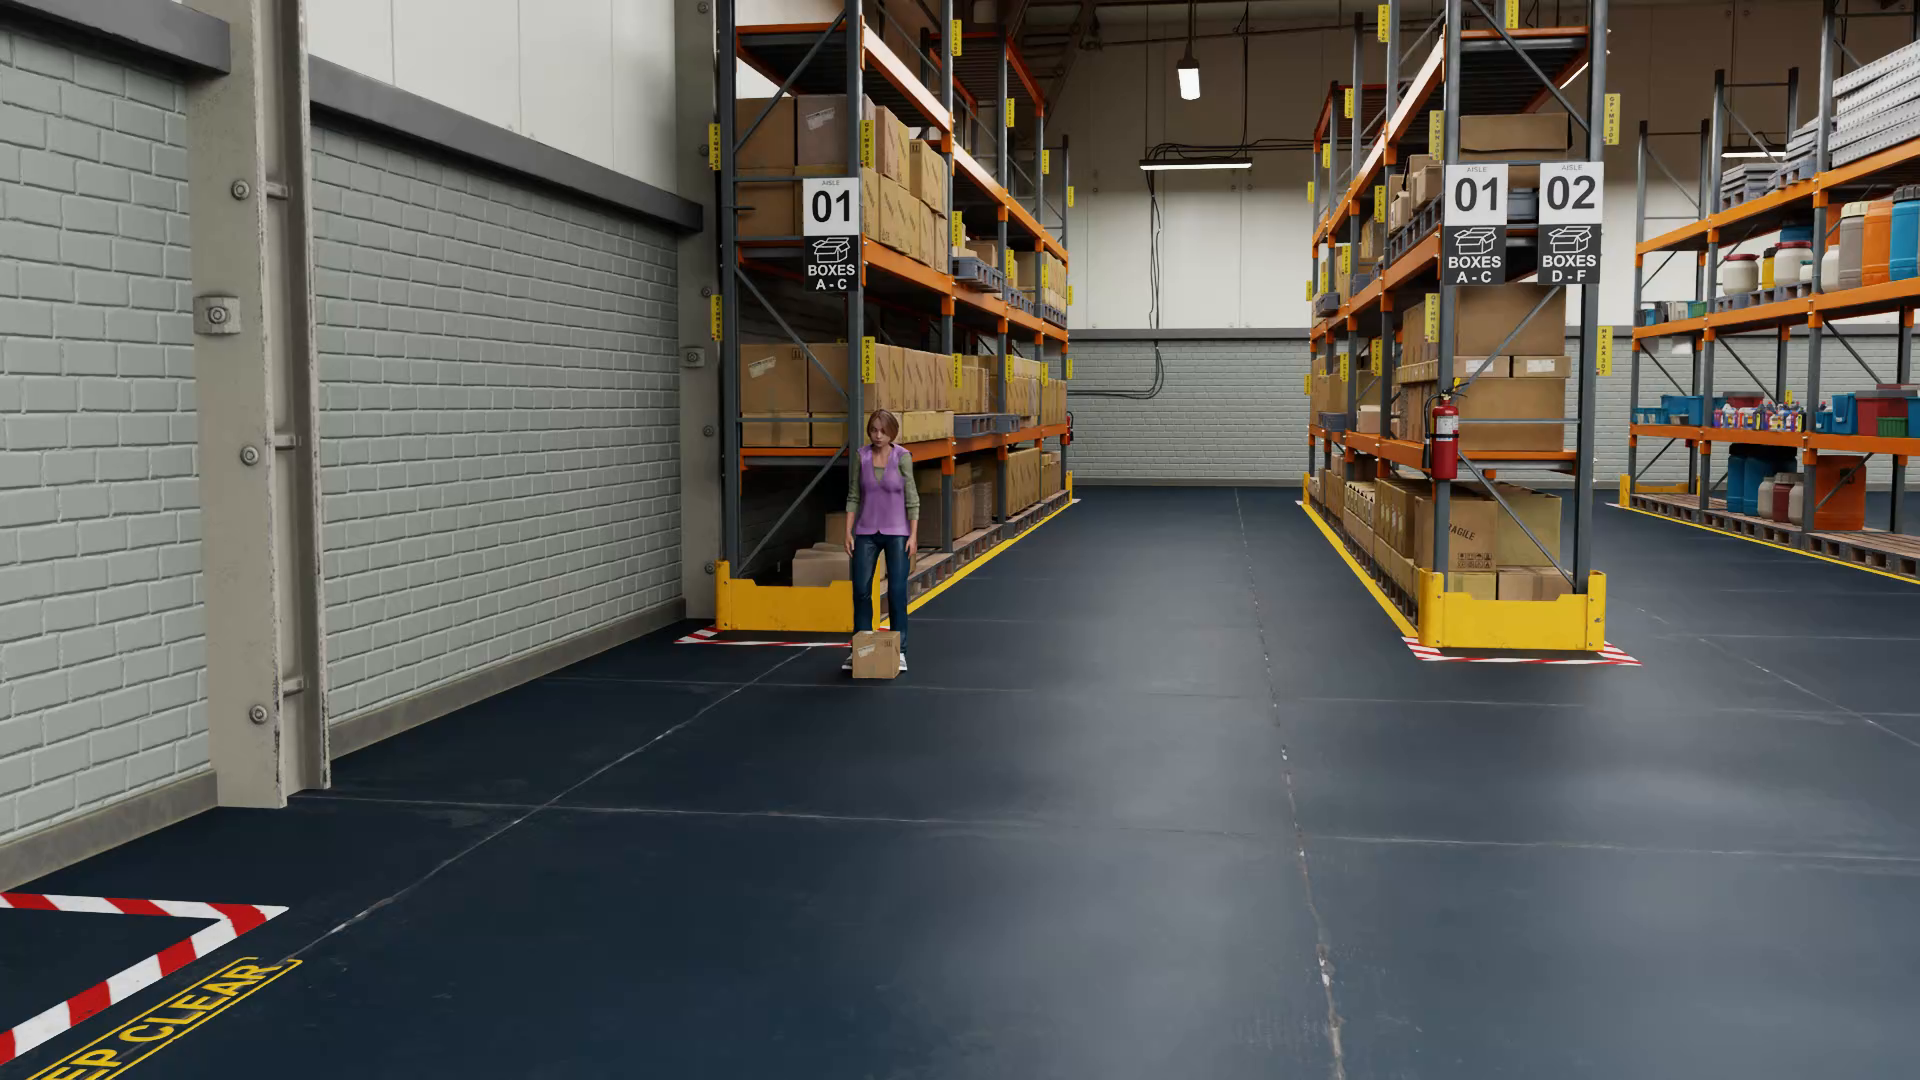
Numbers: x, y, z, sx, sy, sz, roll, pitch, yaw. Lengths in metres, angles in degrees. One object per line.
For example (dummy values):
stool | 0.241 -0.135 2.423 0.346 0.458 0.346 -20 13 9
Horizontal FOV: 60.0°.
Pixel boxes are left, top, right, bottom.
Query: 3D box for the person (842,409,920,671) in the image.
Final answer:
person | -0.476 -0.002 10.153 0.460 1.593 0.343 1 5 9
